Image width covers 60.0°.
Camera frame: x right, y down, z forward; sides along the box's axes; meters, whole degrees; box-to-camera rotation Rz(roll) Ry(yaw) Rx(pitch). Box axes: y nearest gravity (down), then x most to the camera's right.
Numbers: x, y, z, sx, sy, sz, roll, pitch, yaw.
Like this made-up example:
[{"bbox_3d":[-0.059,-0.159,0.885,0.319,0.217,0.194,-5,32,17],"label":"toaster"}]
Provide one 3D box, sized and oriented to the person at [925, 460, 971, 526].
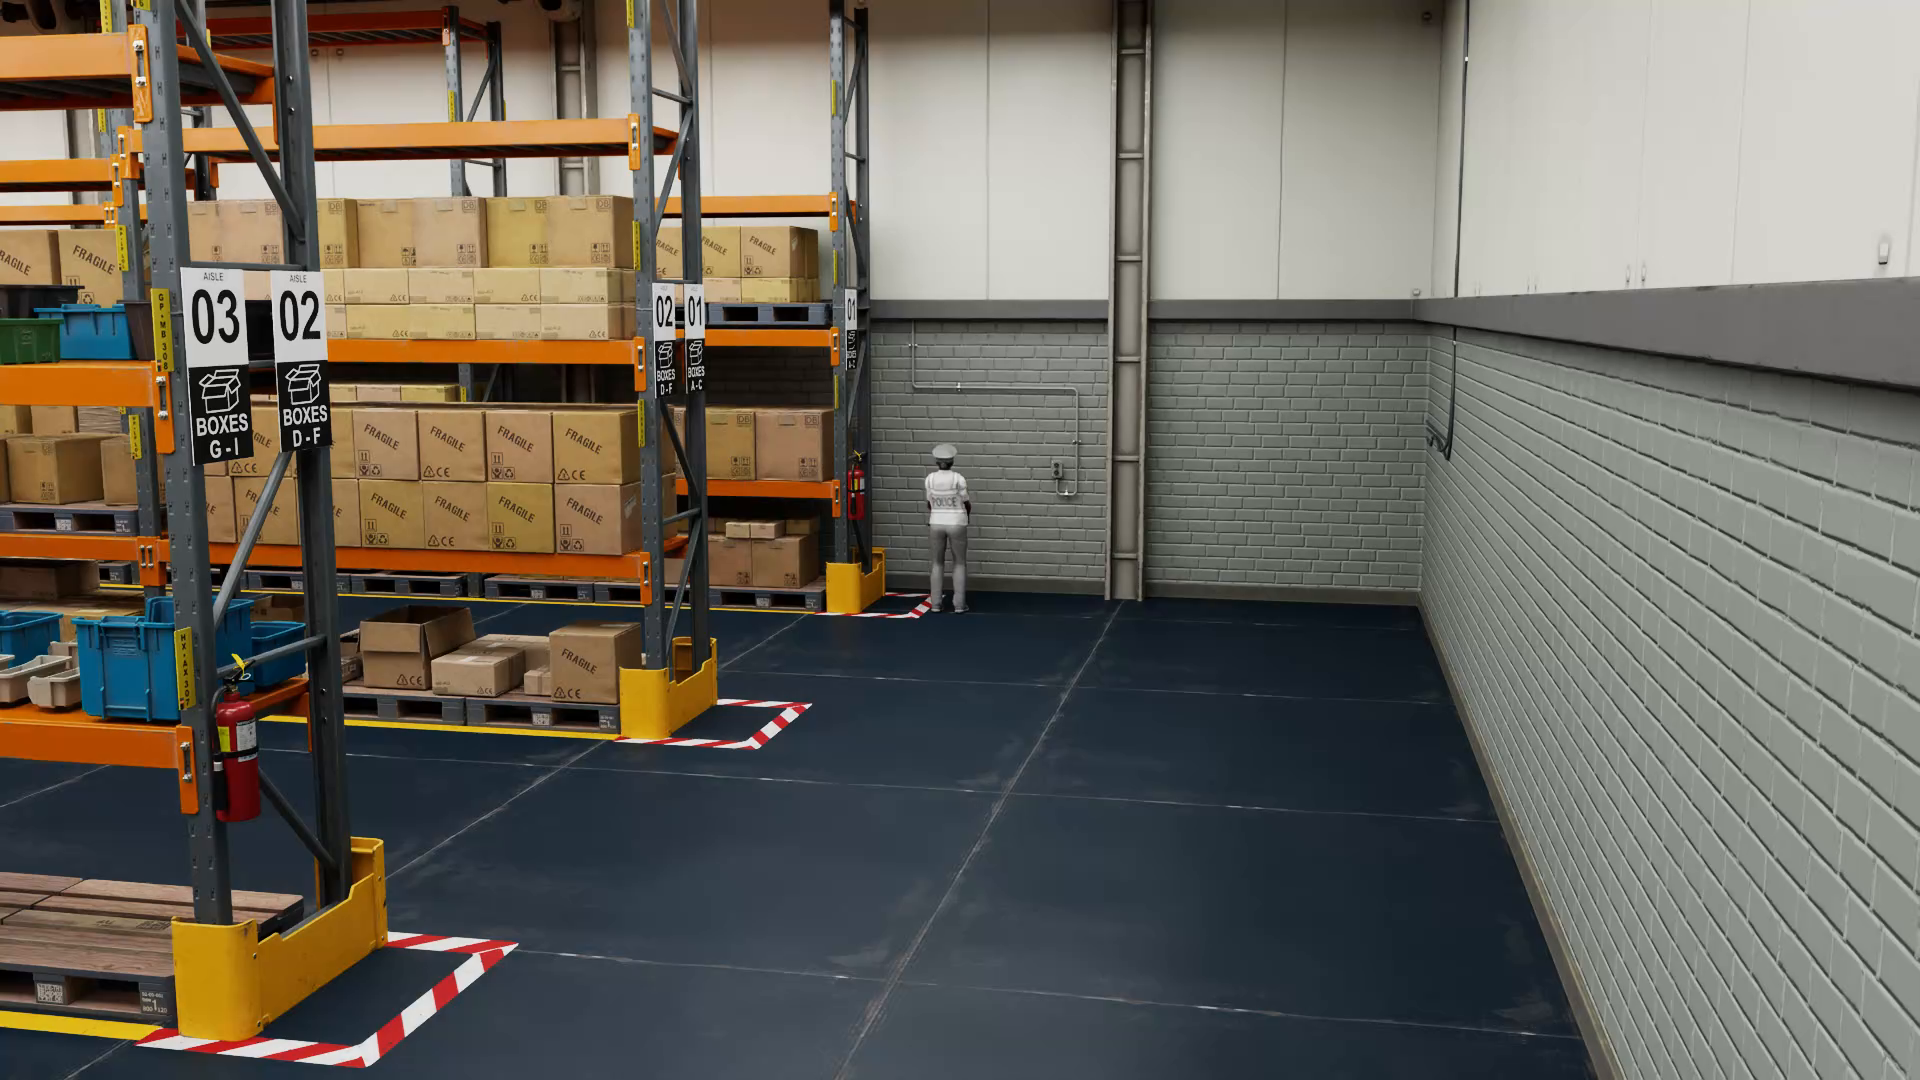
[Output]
[{"bbox_3d":[-0.101,-0.530,16.566,0.450,0.791,0.517,2,8,12],"label":"person"}]
